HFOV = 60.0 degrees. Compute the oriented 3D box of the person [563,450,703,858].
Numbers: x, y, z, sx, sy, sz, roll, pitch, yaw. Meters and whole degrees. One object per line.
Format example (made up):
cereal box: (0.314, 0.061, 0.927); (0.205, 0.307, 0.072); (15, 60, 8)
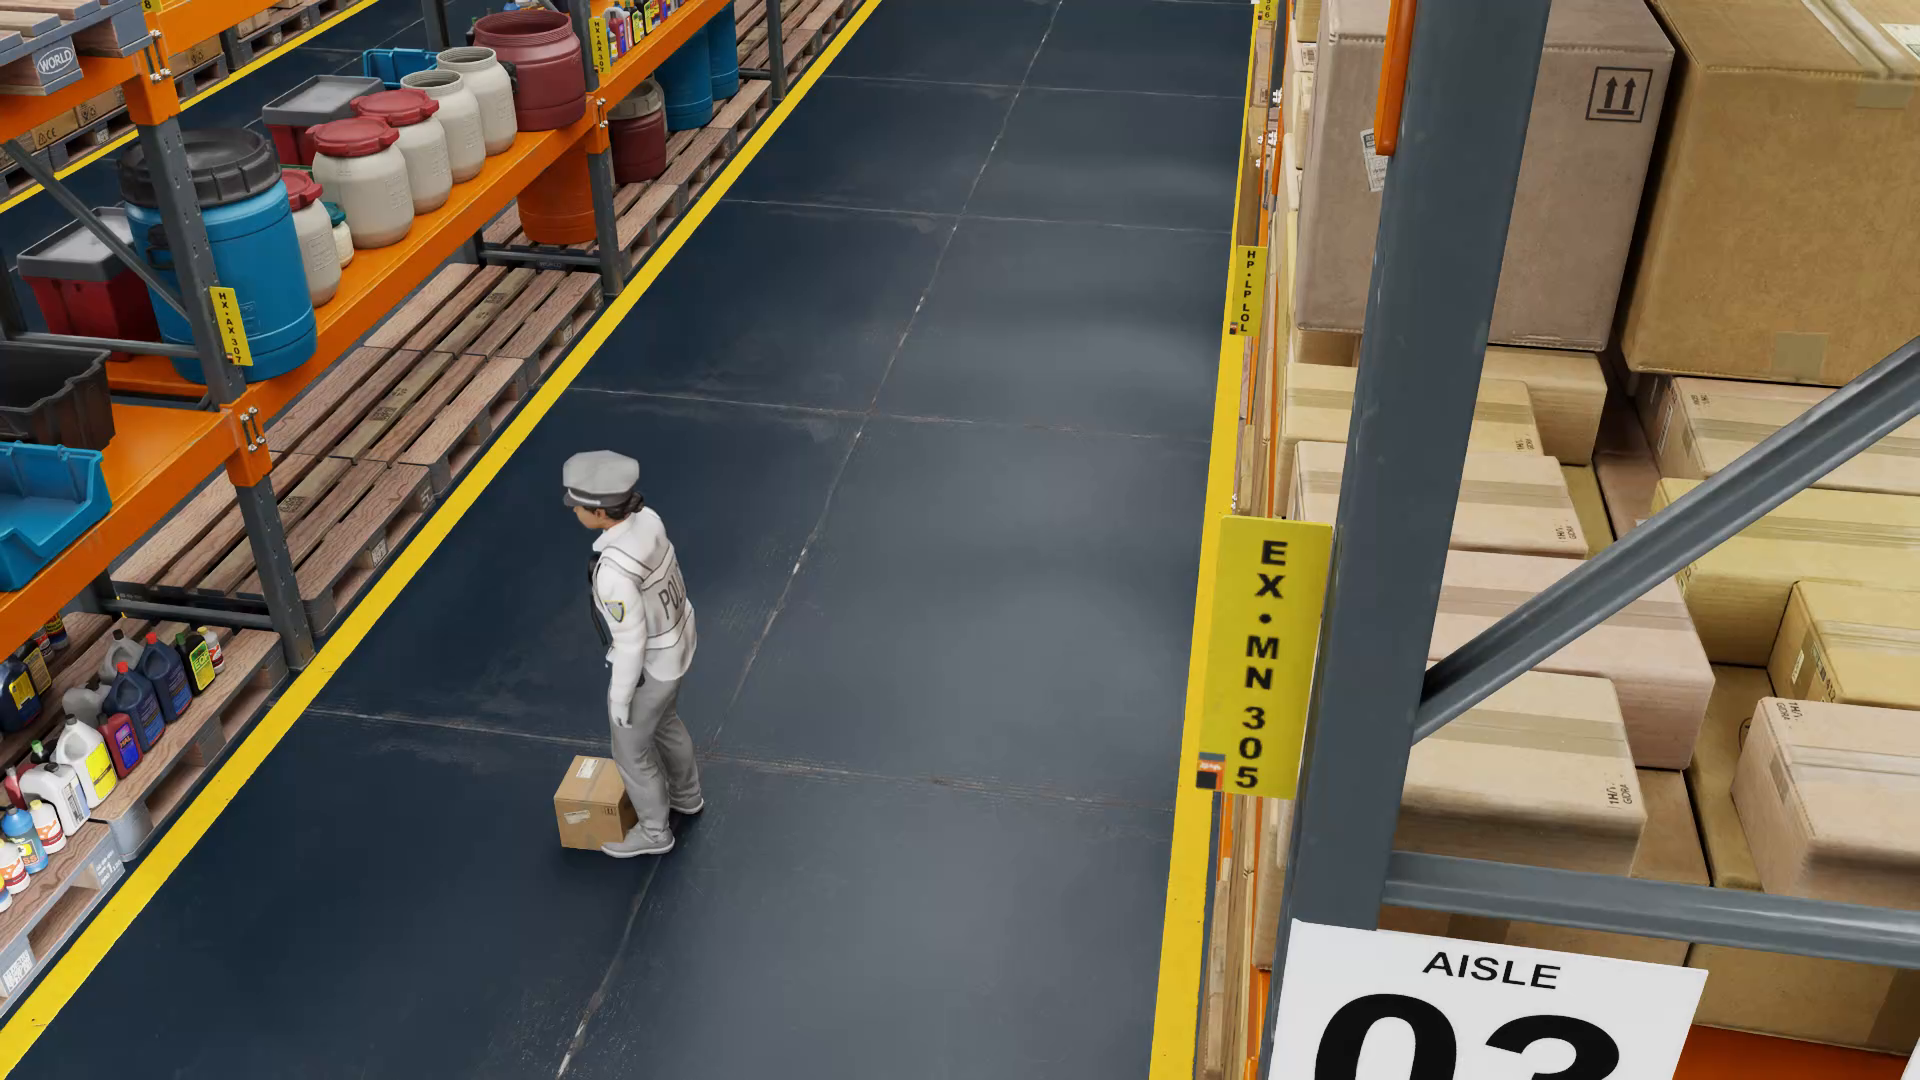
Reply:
person: (-1.158, 0.435, 5.954); (0.415, 1.662, 0.540); (3, 33, 5)
